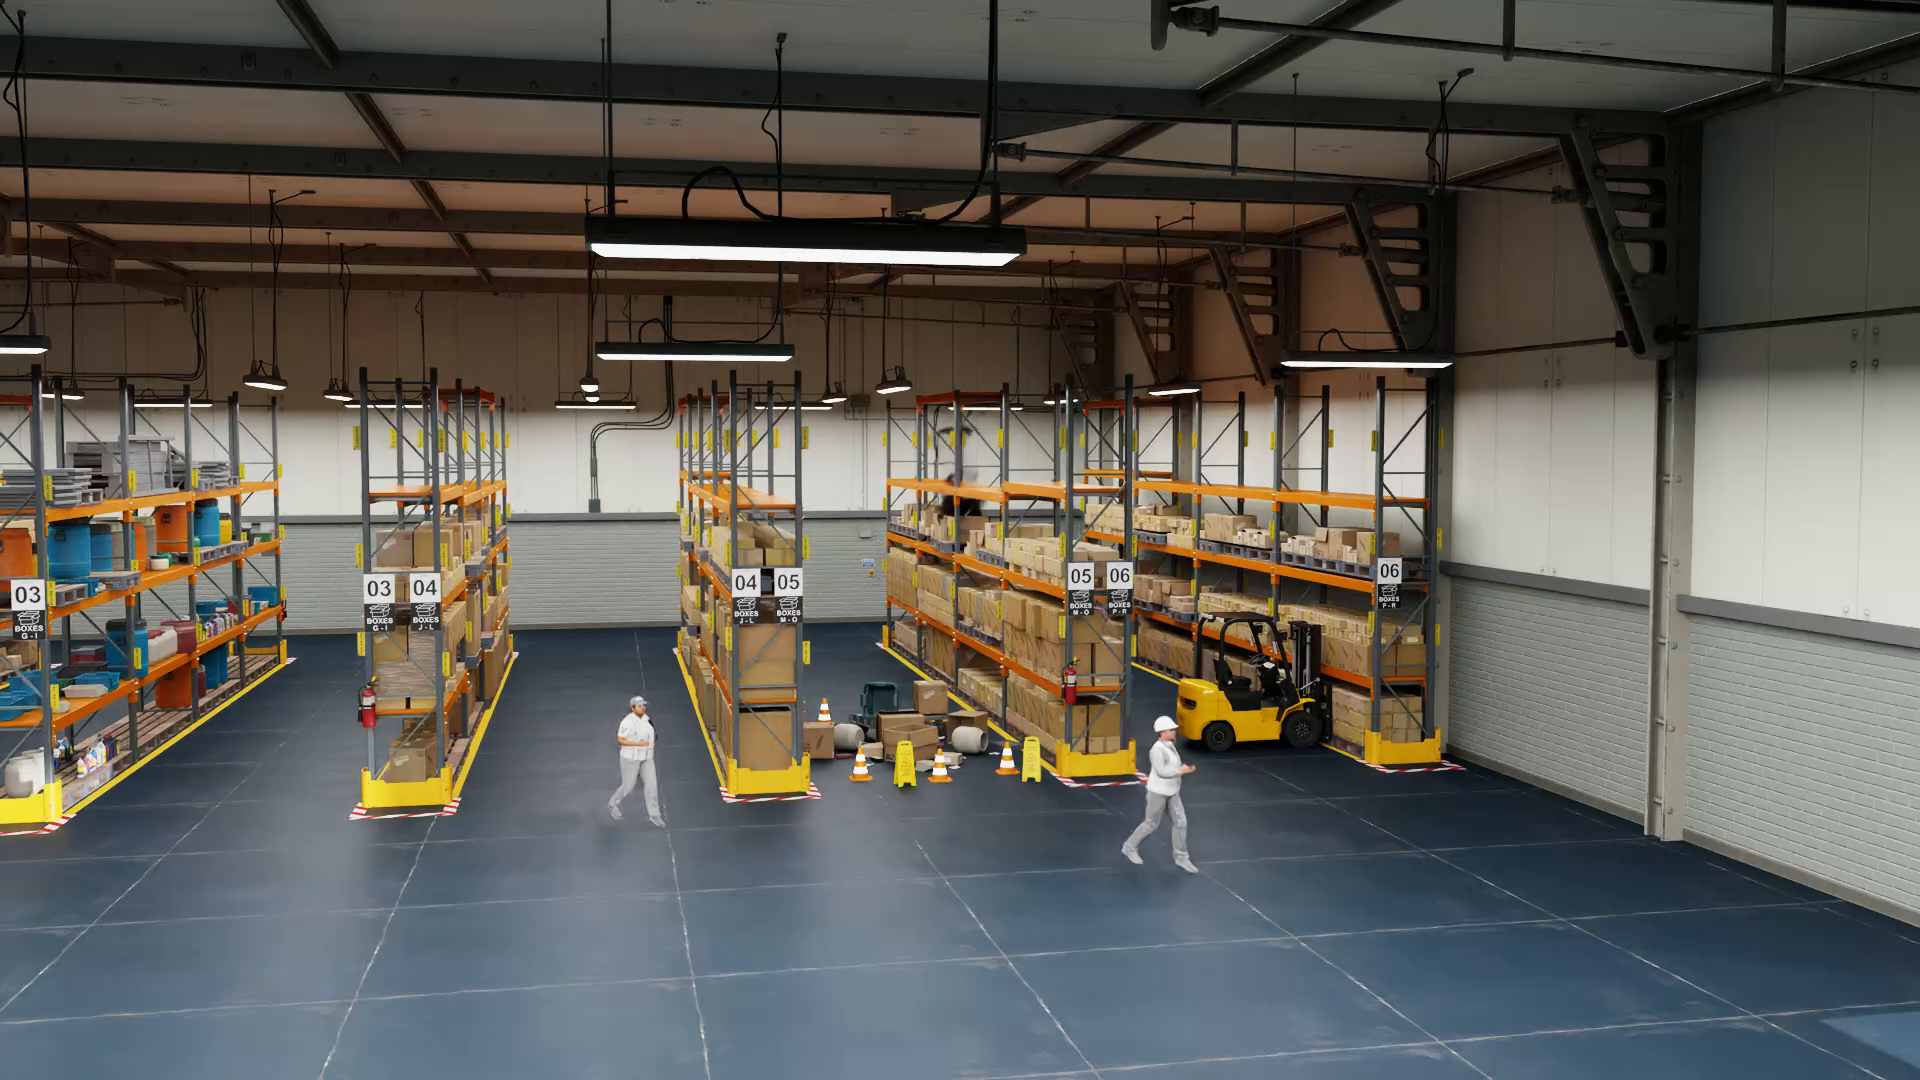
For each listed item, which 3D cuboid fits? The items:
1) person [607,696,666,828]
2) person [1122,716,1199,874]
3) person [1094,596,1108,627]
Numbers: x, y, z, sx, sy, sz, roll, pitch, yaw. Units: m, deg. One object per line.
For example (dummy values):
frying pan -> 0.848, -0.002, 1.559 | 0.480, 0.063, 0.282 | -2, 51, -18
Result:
person -> -4.203, 2.869, 21.632 | 0.923, 1.685, 0.612 | 2, 4, 36
person -> 2.333, 2.944, 19.331 | 0.907, 1.804, 0.636 | 2, 4, 28
person -> 2.692, 1.916, 33.924 | 0.513, 1.571, 0.542 | -1, 4, -22
